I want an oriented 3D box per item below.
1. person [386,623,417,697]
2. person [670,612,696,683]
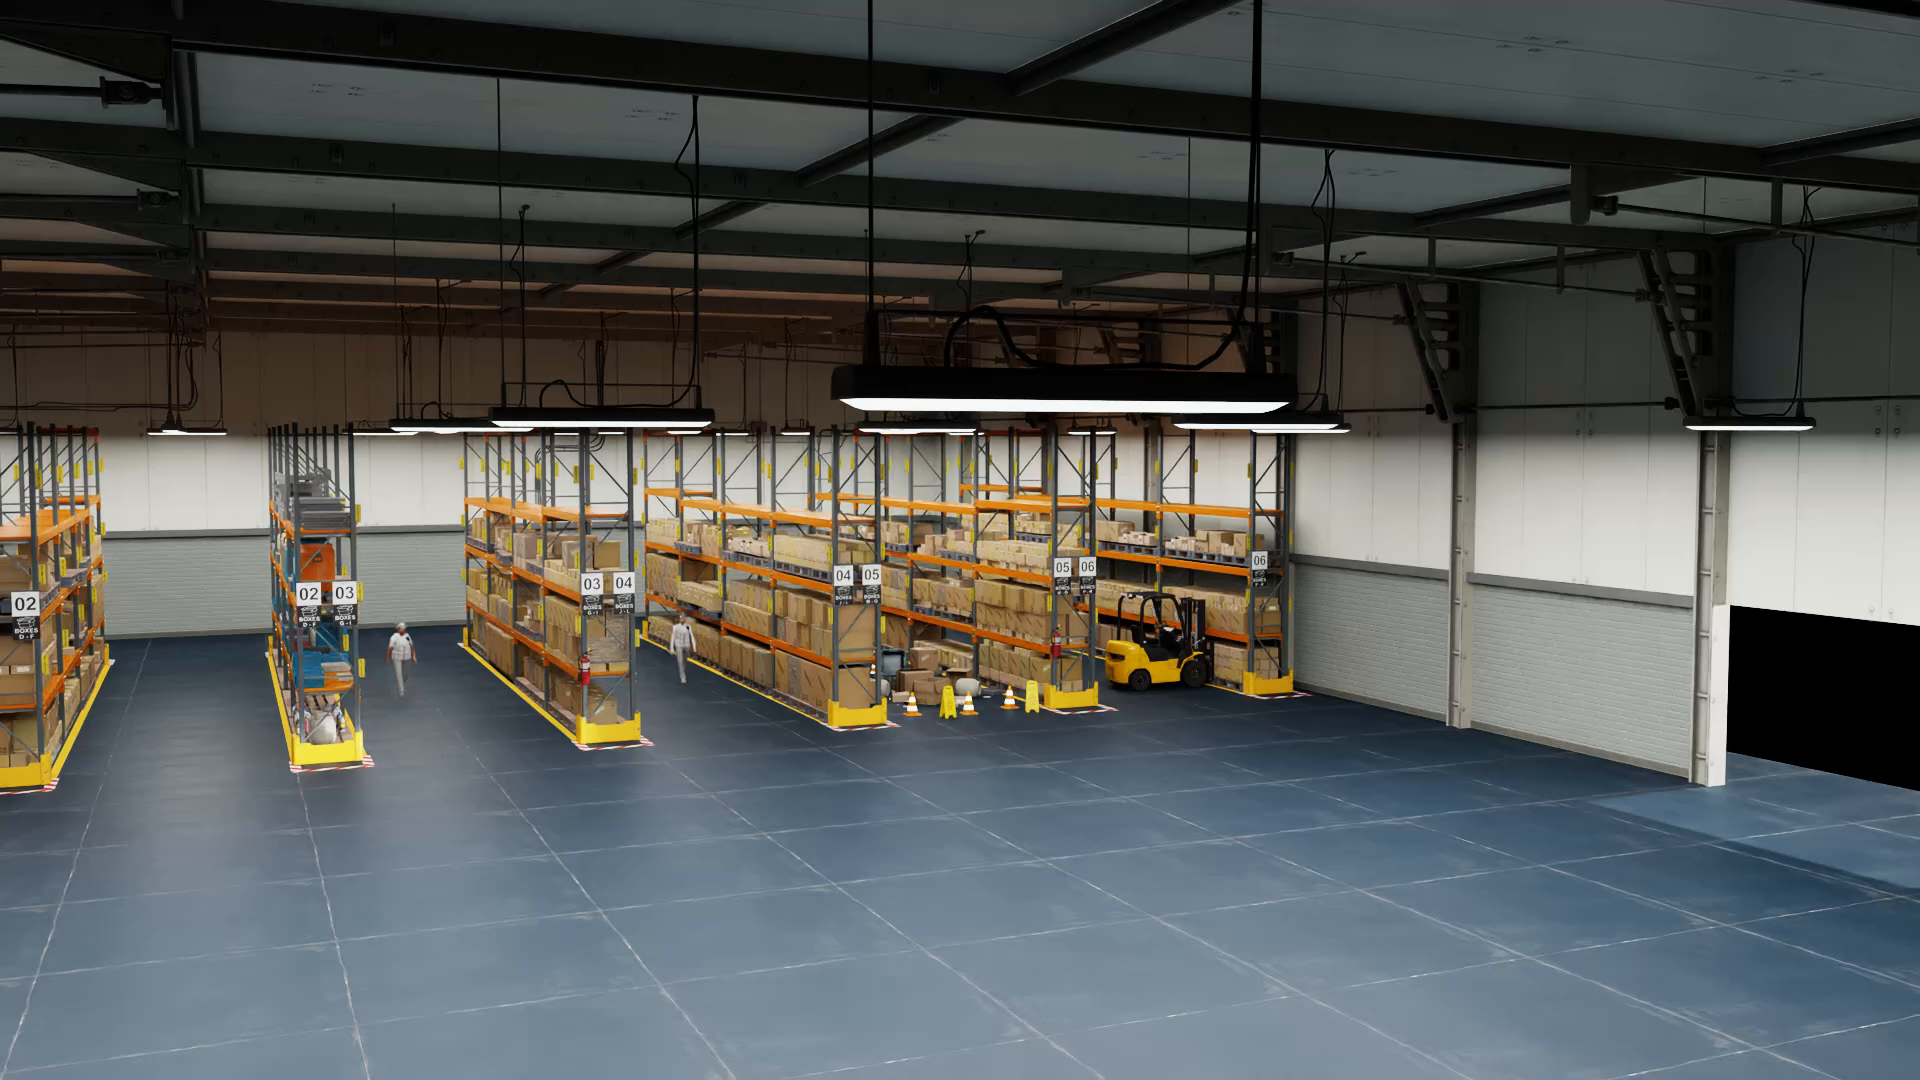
[{"bbox_3d":[-12.431,2.645,37.005,0.593,1.592,1.052,-2,4,-32],"label":"person"},{"bbox_3d":[-6.496,2.500,39.019,0.579,1.615,1.025,-1,4,-22],"label":"person"}]
